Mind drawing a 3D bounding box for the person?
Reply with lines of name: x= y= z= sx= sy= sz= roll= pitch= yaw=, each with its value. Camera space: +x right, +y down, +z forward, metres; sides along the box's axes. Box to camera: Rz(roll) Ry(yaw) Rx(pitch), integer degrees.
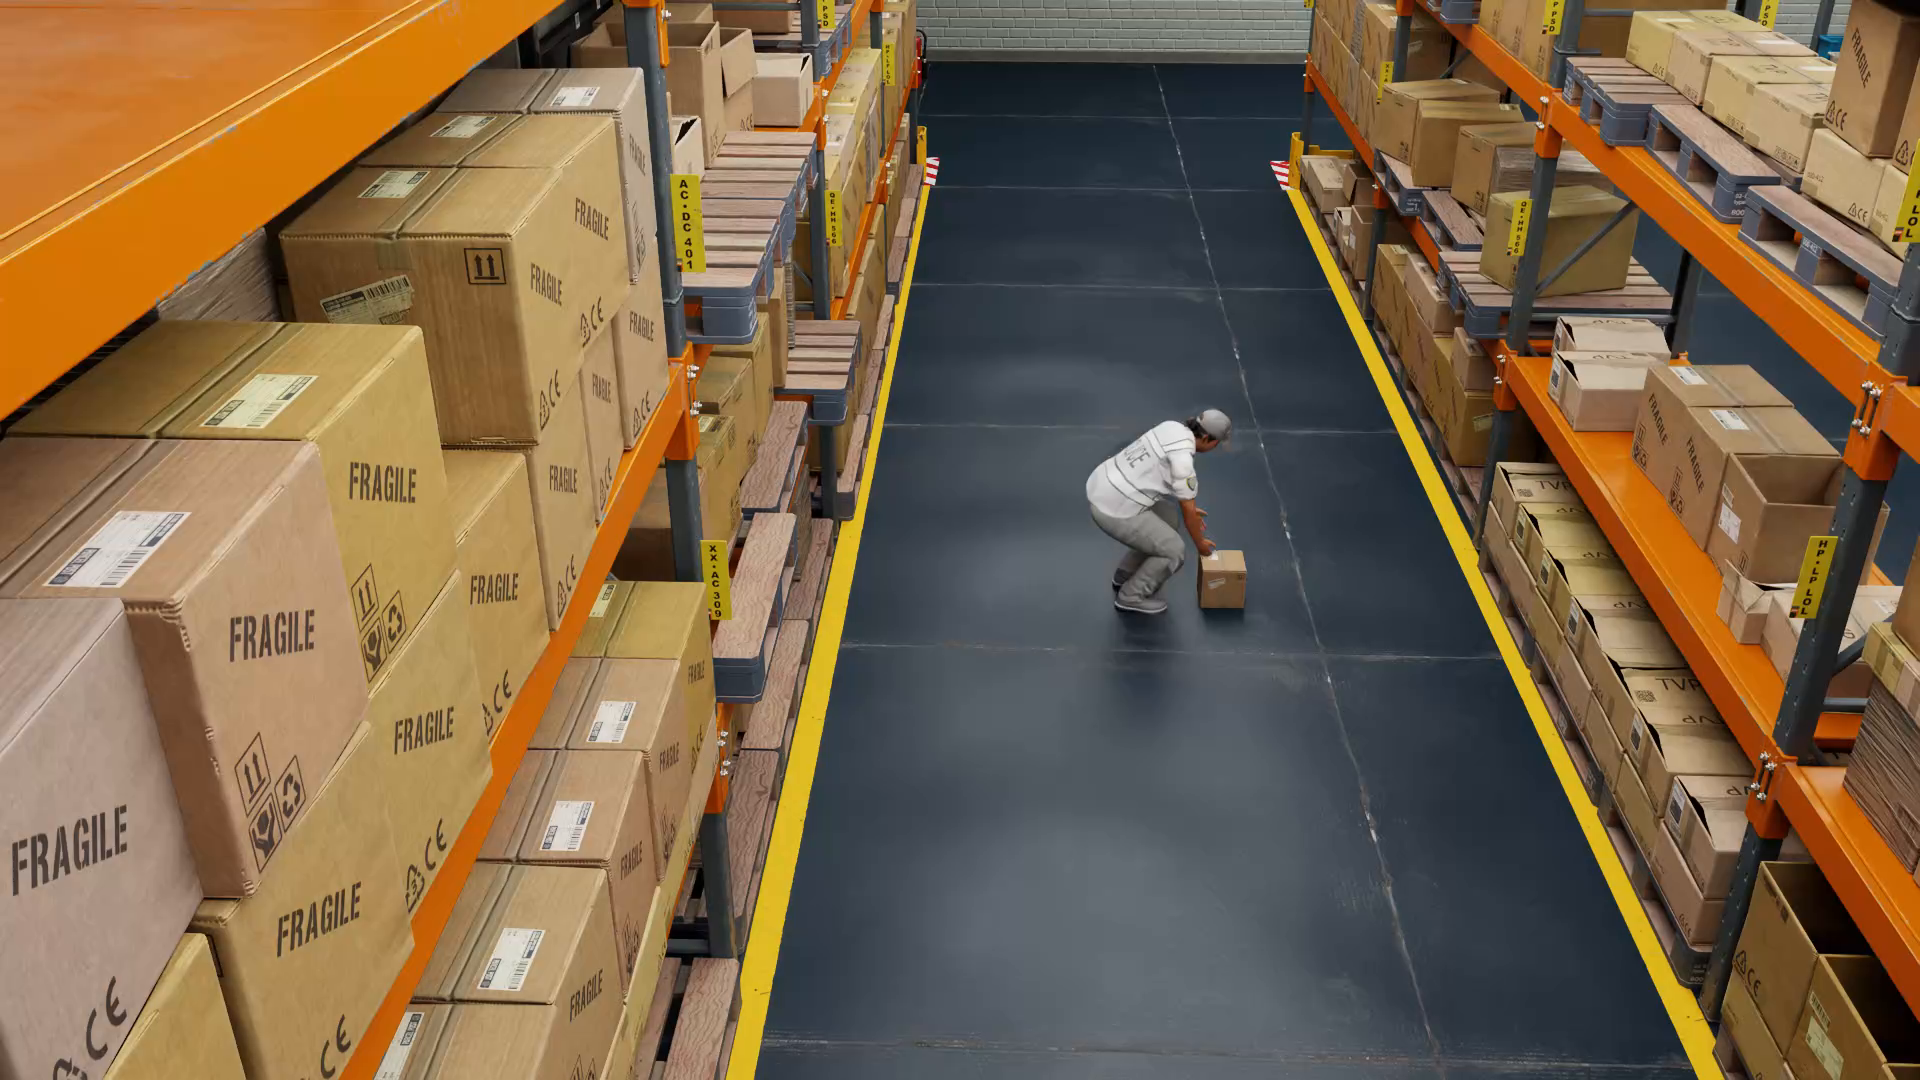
person: x=1.126 y=-0.197 z=9.512 sx=0.815 sy=1.178 sz=0.541 roll=1 pitch=28 yaw=2
